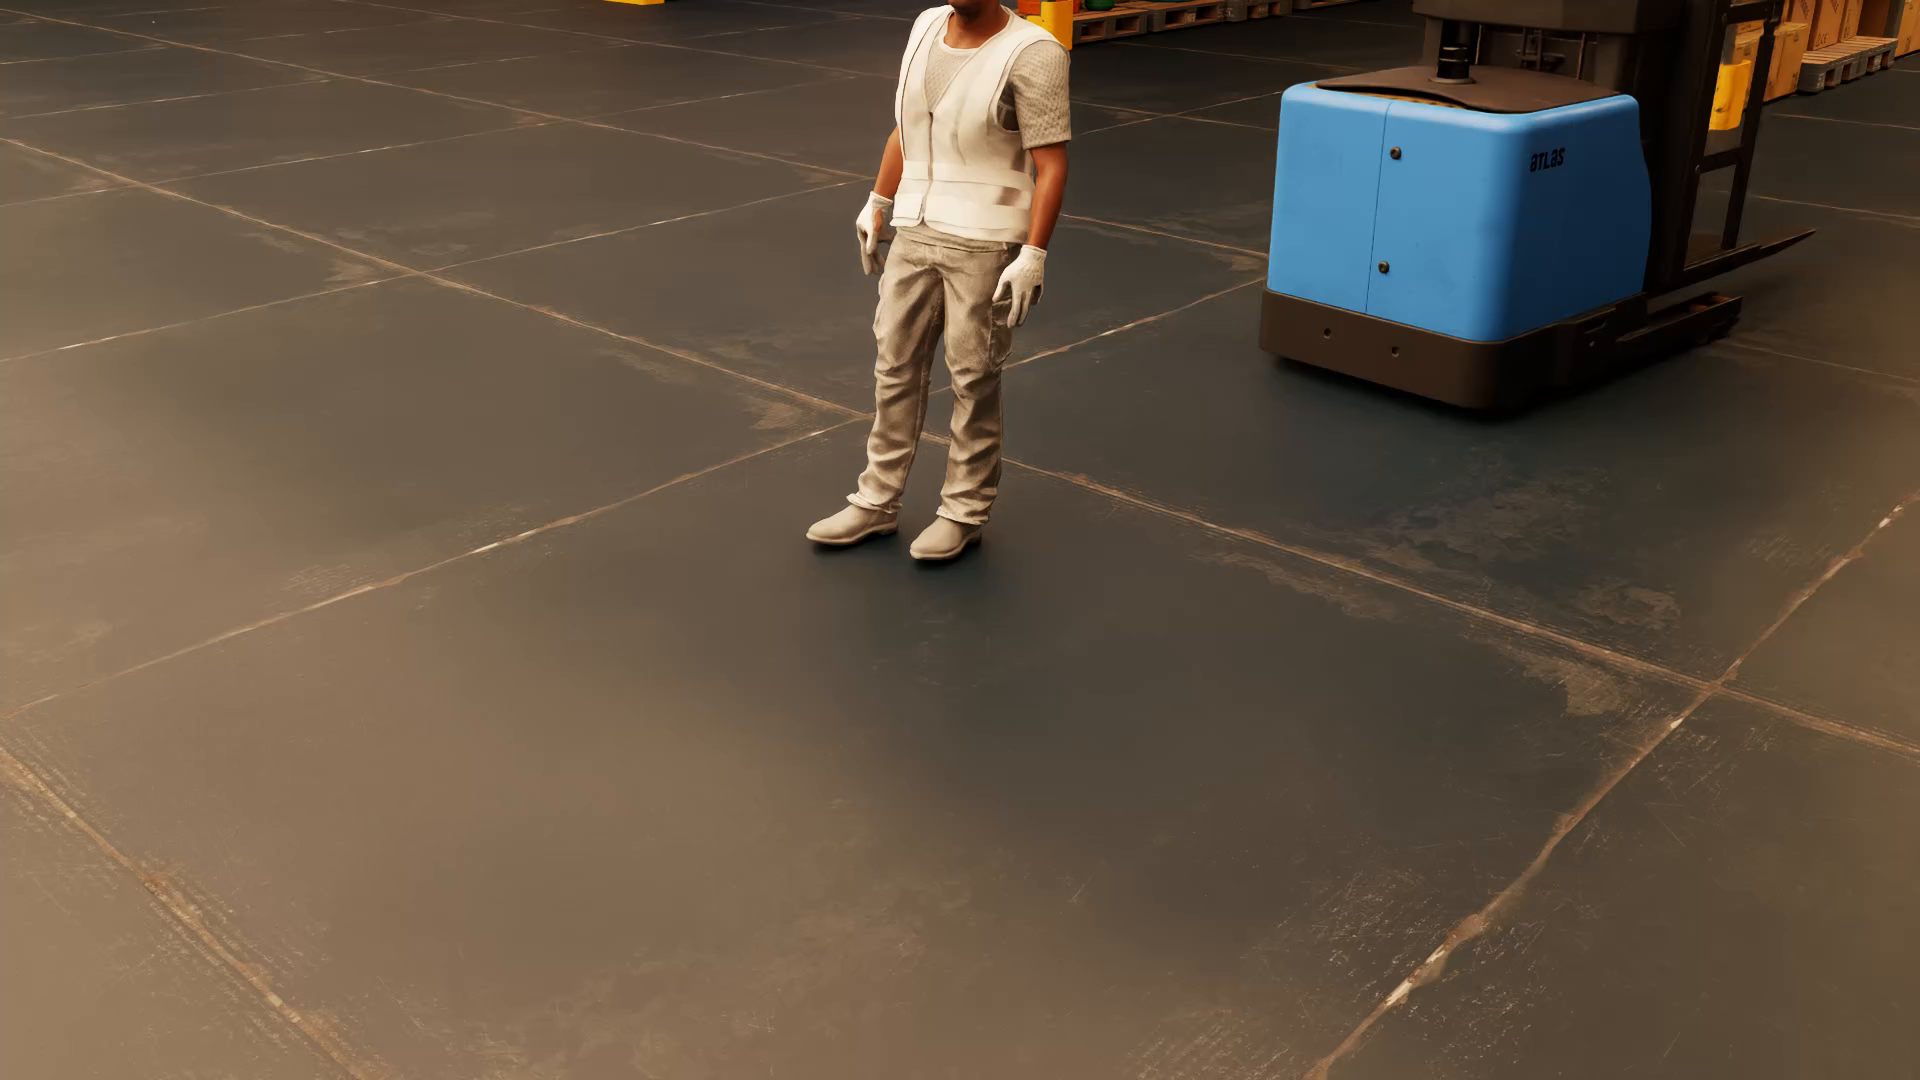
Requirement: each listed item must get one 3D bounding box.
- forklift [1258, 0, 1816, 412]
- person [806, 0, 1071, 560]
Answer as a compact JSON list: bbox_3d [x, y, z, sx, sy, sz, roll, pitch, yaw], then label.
[{"bbox_3d":[2.611,-2.279,6.524,3.031,2.935,1.130,-19,30,-37],"label":"forklift"},{"bbox_3d":[-0.055,-0.804,4.573,0.656,1.782,0.577,20,31,38],"label":"person"}]
